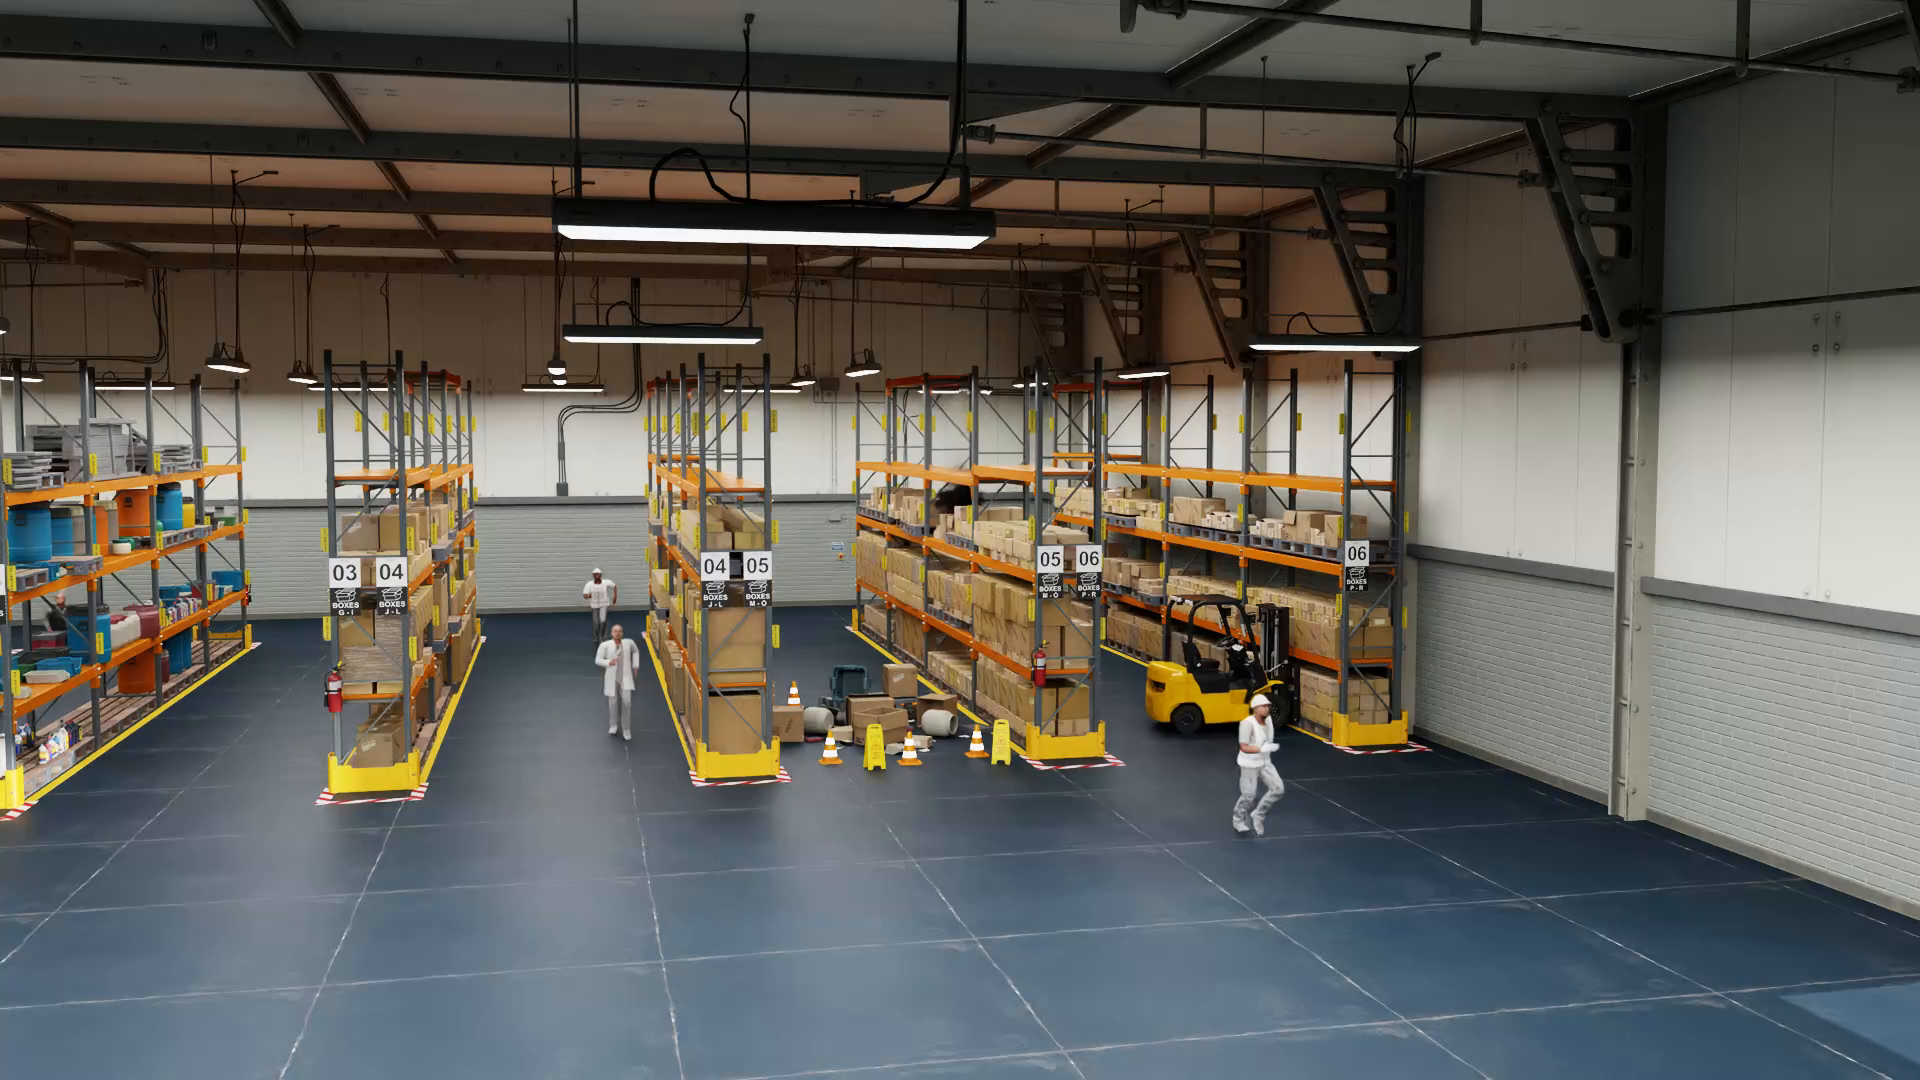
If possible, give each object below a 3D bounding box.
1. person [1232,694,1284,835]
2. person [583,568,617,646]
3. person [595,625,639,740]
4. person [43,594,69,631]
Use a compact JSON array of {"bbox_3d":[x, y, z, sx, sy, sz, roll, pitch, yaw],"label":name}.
[{"bbox_3d":[3.602,2.710,20.069,0.722,1.729,0.794,-3,5,-39],"label":"person"},{"bbox_3d":[-8.099,1.522,37.422,0.714,1.796,0.883,0,4,-2],"label":"person"},{"bbox_3d":[-5.463,2.273,26.555,0.708,1.856,0.808,-1,4,-16],"label":"person"},{"bbox_3d":[-17.656,1.890,32.671,0.640,1.674,0.577,-2,4,-23],"label":"person"}]
